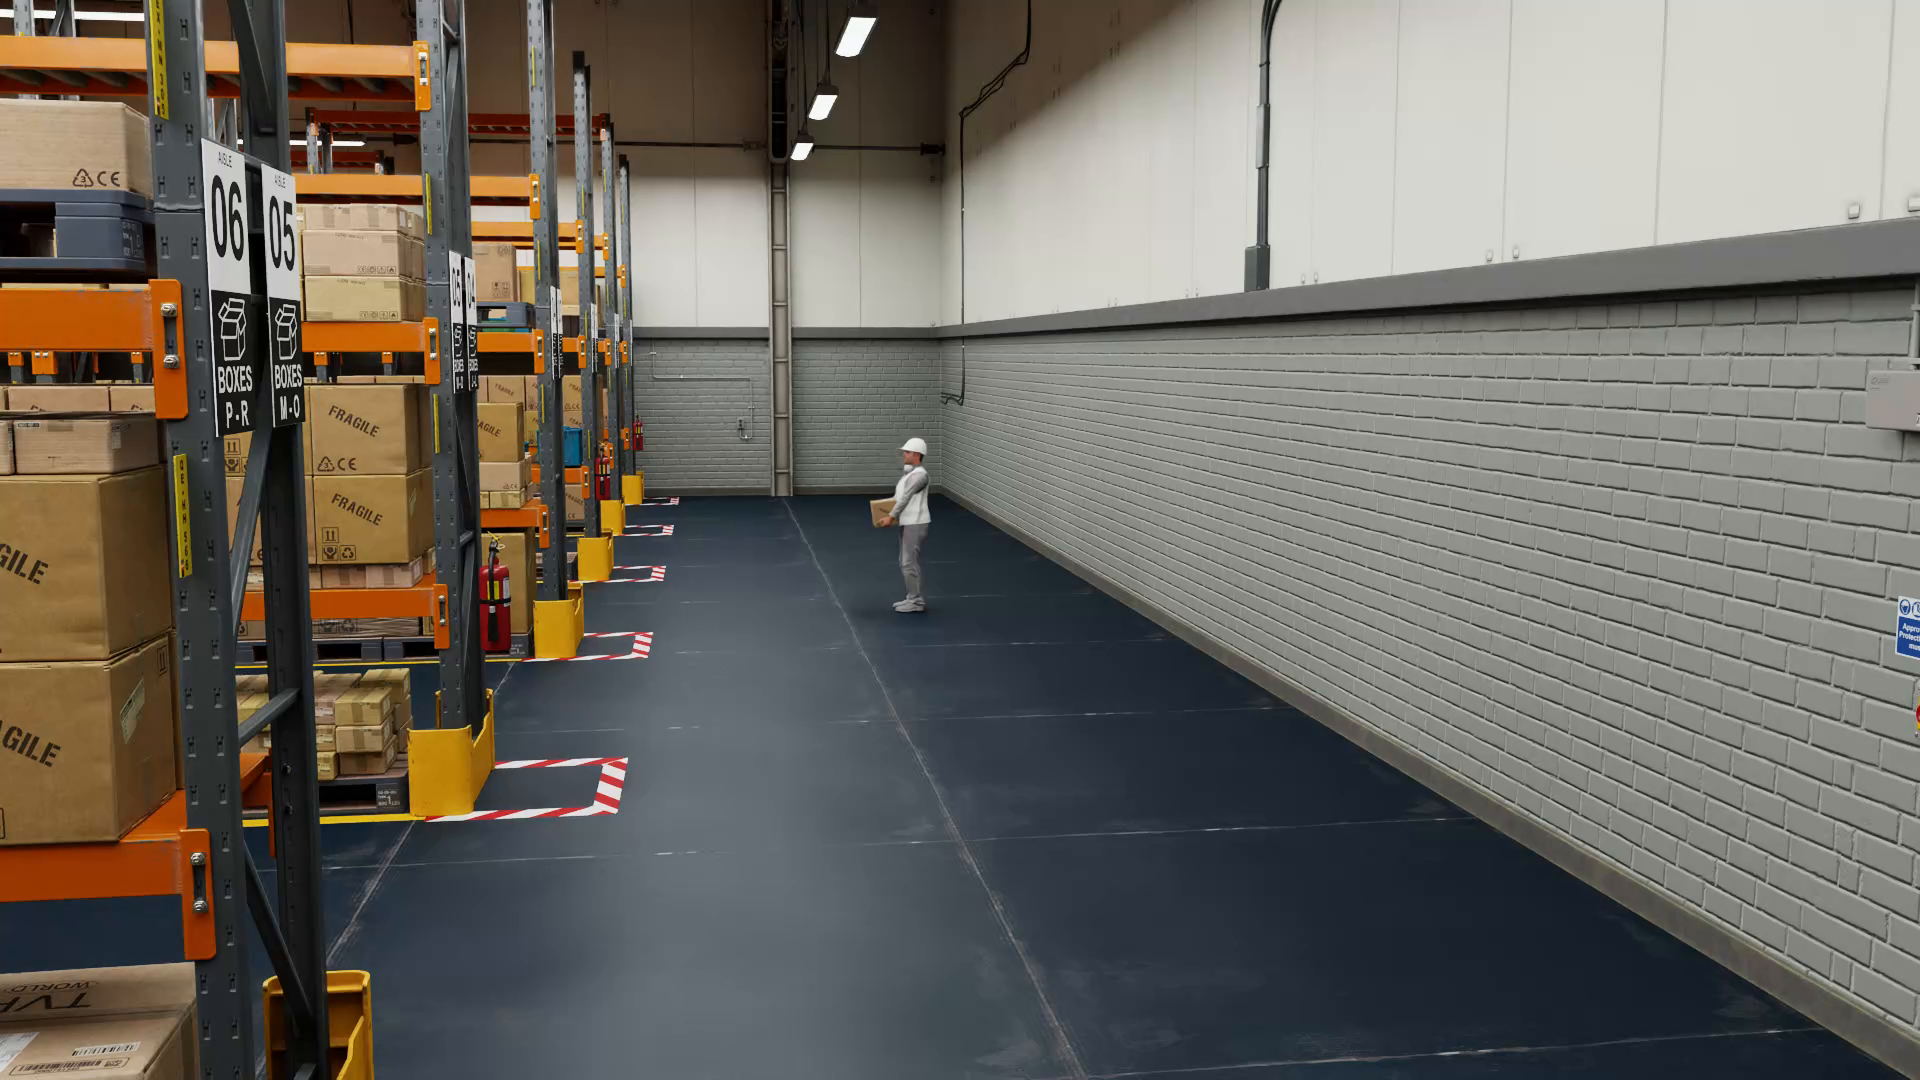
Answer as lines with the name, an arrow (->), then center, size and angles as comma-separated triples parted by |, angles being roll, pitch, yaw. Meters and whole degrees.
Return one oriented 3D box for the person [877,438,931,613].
person -> -0.585, -0.155, 16.997 | 0.549, 1.770, 0.495 | -1, 7, -8
